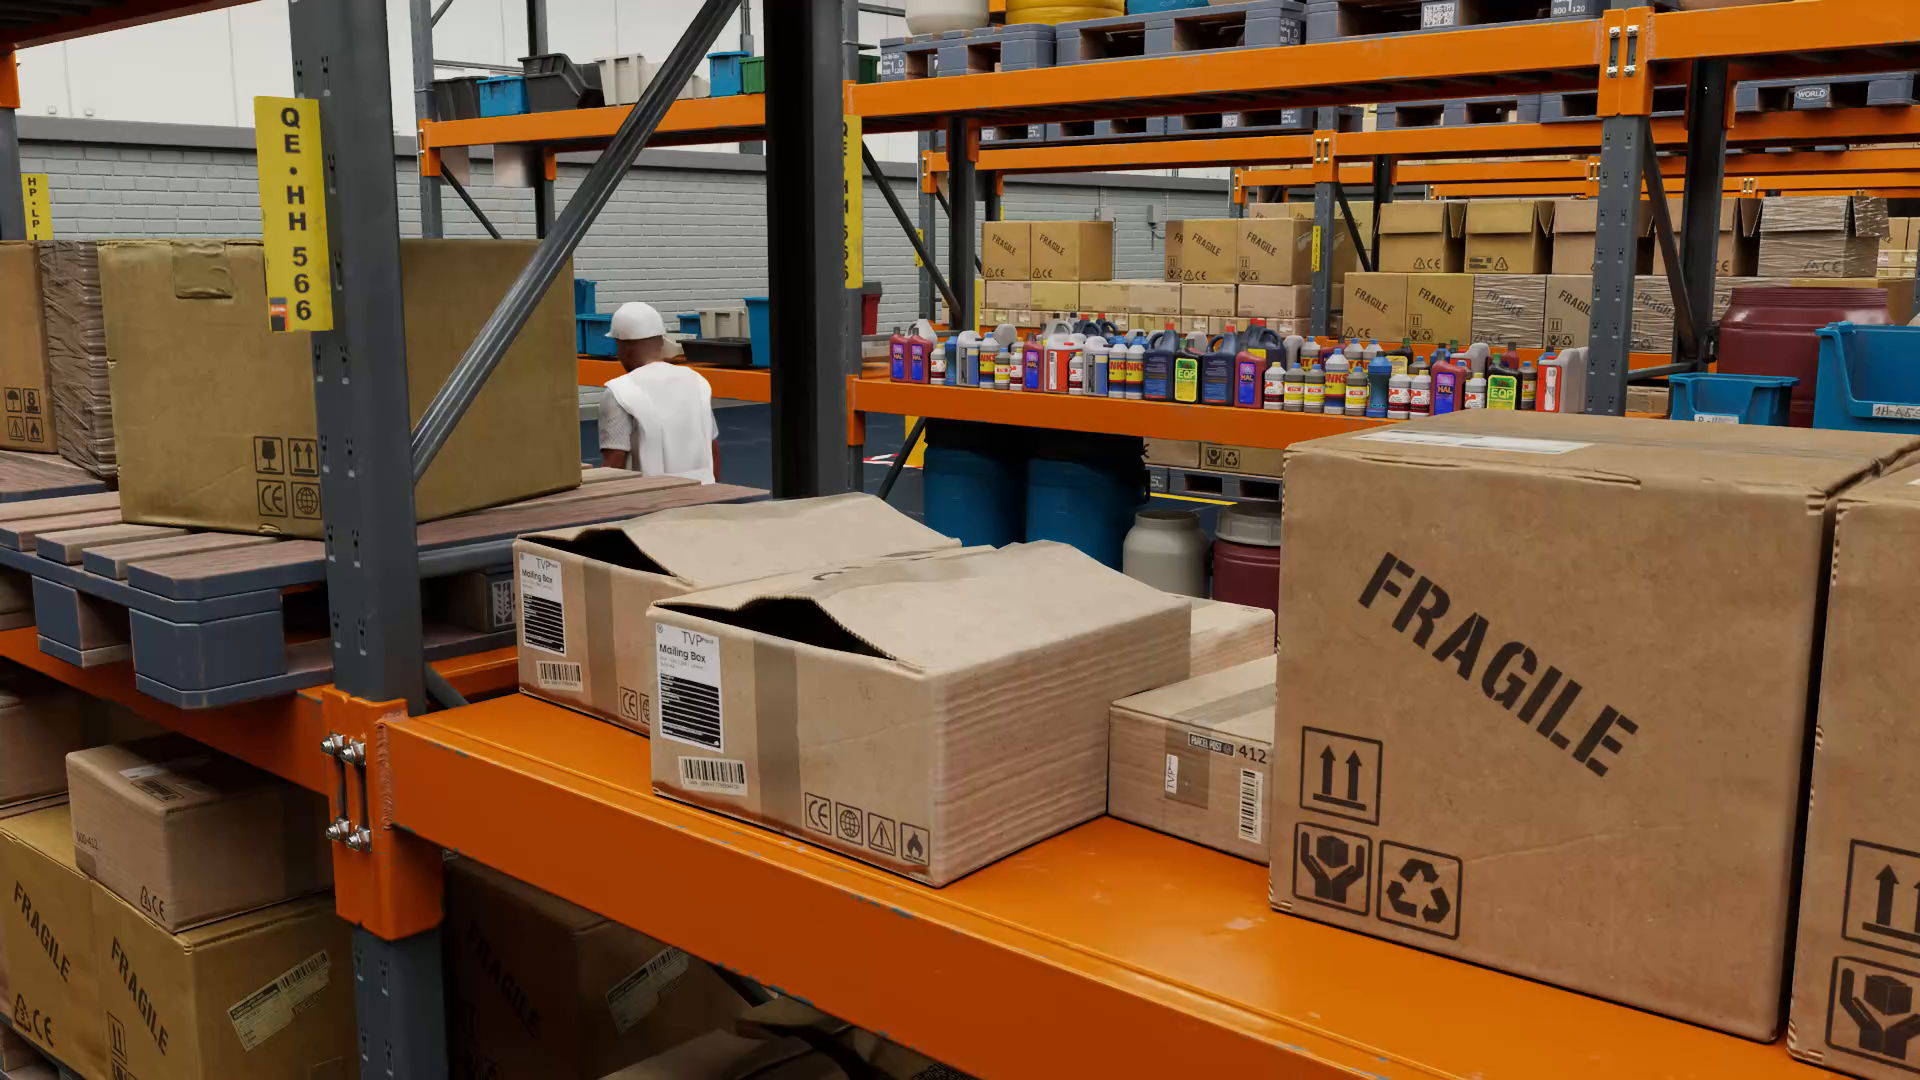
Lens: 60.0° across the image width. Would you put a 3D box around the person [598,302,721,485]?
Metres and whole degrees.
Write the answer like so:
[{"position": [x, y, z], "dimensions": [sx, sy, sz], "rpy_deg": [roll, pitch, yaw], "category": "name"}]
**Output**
[{"position": [-1.243, -0.083, 6.841], "dimensions": [0.447, 1.775, 0.616], "rpy_deg": [9, 13, 41], "category": "person"}]
